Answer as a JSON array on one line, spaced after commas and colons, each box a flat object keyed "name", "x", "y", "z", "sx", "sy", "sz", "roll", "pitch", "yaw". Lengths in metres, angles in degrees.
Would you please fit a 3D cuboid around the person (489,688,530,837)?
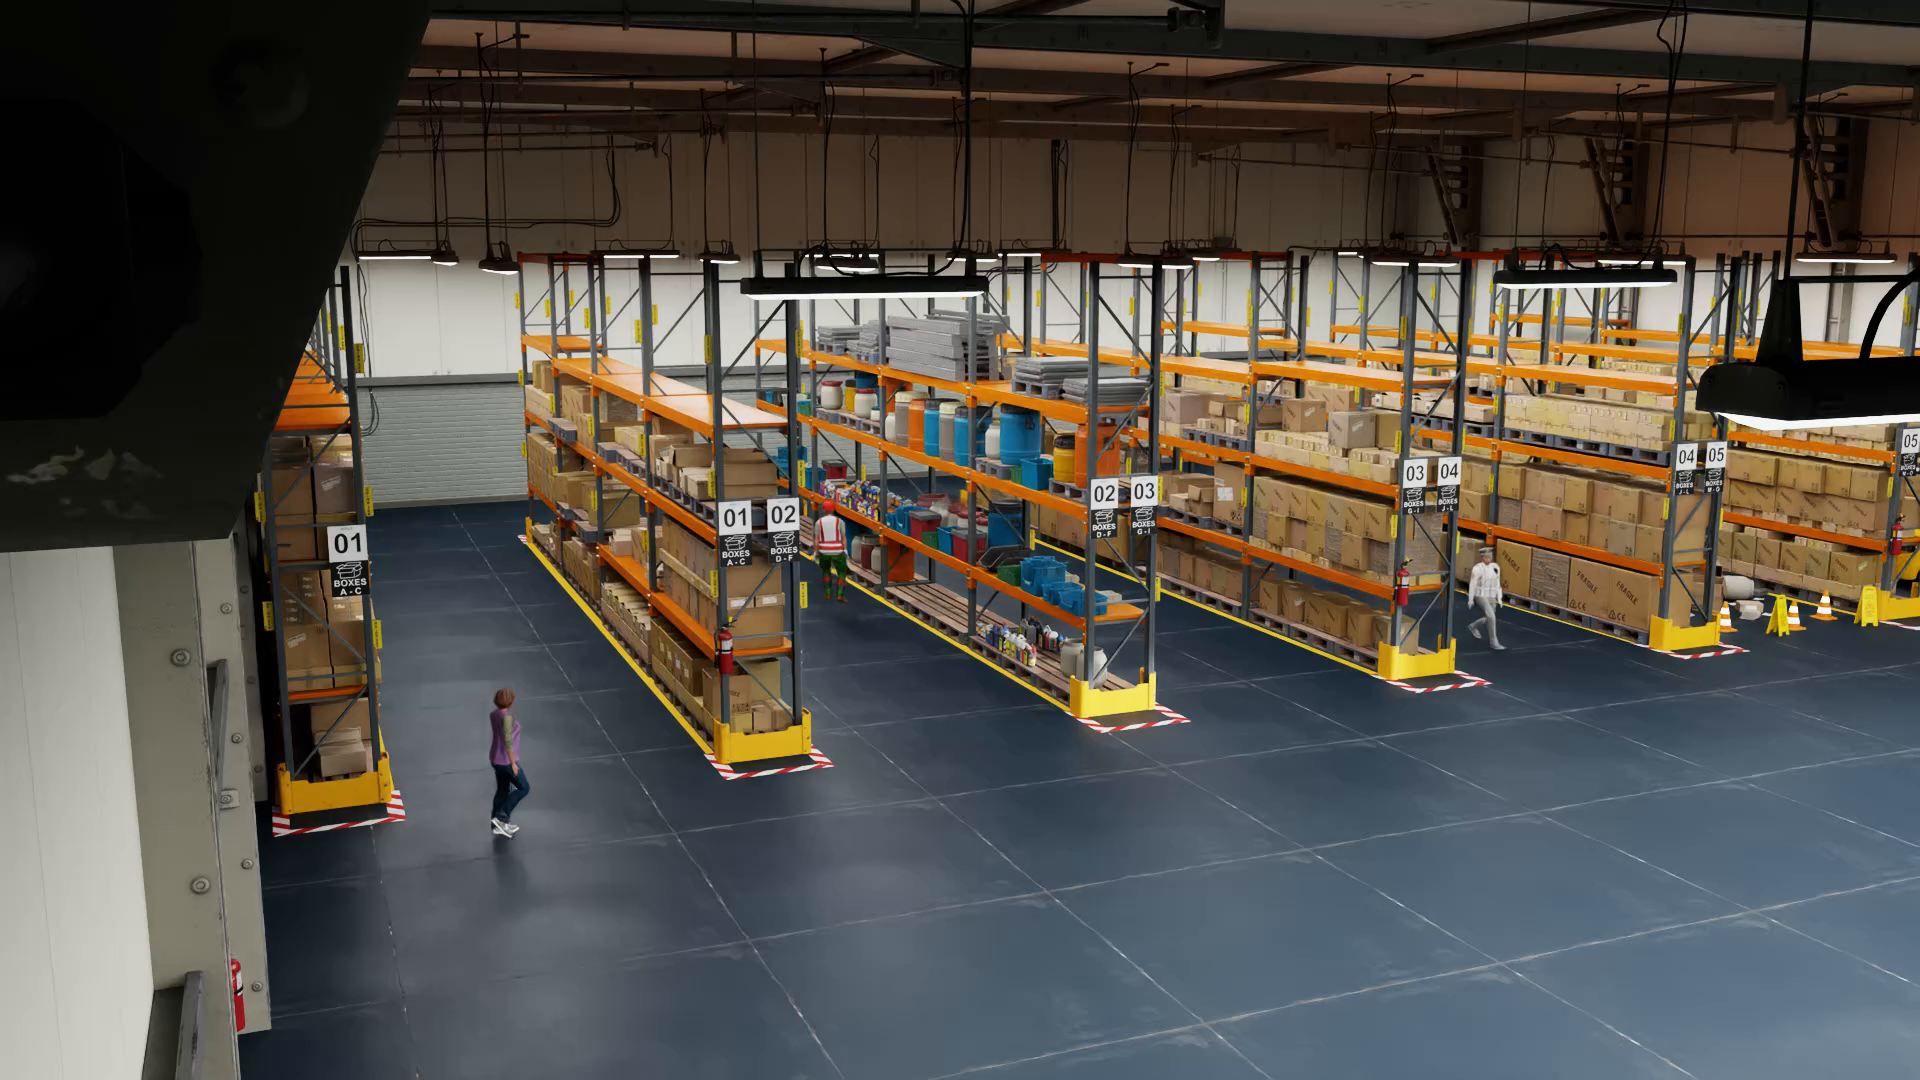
[{"name": "person", "x": -4.822, "y": 2.353, "z": 17.664, "sx": 0.390, "sy": 1.595, "sz": 0.447, "roll": -7, "pitch": 12, "yaw": -32}]

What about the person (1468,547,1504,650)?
[{"name": "person", "x": 8.215, "y": 0.868, "z": 25.933, "sx": 0.474, "sy": 1.542, "sz": 0.964, "roll": -3, "pitch": 11, "yaw": -18}]

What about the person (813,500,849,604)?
[{"name": "person", "x": -2.163, "y": 0.202, "z": 27.923, "sx": 0.594, "sy": 1.747, "sz": 0.588, "roll": 0, "pitch": 10, "yaw": 1}]
